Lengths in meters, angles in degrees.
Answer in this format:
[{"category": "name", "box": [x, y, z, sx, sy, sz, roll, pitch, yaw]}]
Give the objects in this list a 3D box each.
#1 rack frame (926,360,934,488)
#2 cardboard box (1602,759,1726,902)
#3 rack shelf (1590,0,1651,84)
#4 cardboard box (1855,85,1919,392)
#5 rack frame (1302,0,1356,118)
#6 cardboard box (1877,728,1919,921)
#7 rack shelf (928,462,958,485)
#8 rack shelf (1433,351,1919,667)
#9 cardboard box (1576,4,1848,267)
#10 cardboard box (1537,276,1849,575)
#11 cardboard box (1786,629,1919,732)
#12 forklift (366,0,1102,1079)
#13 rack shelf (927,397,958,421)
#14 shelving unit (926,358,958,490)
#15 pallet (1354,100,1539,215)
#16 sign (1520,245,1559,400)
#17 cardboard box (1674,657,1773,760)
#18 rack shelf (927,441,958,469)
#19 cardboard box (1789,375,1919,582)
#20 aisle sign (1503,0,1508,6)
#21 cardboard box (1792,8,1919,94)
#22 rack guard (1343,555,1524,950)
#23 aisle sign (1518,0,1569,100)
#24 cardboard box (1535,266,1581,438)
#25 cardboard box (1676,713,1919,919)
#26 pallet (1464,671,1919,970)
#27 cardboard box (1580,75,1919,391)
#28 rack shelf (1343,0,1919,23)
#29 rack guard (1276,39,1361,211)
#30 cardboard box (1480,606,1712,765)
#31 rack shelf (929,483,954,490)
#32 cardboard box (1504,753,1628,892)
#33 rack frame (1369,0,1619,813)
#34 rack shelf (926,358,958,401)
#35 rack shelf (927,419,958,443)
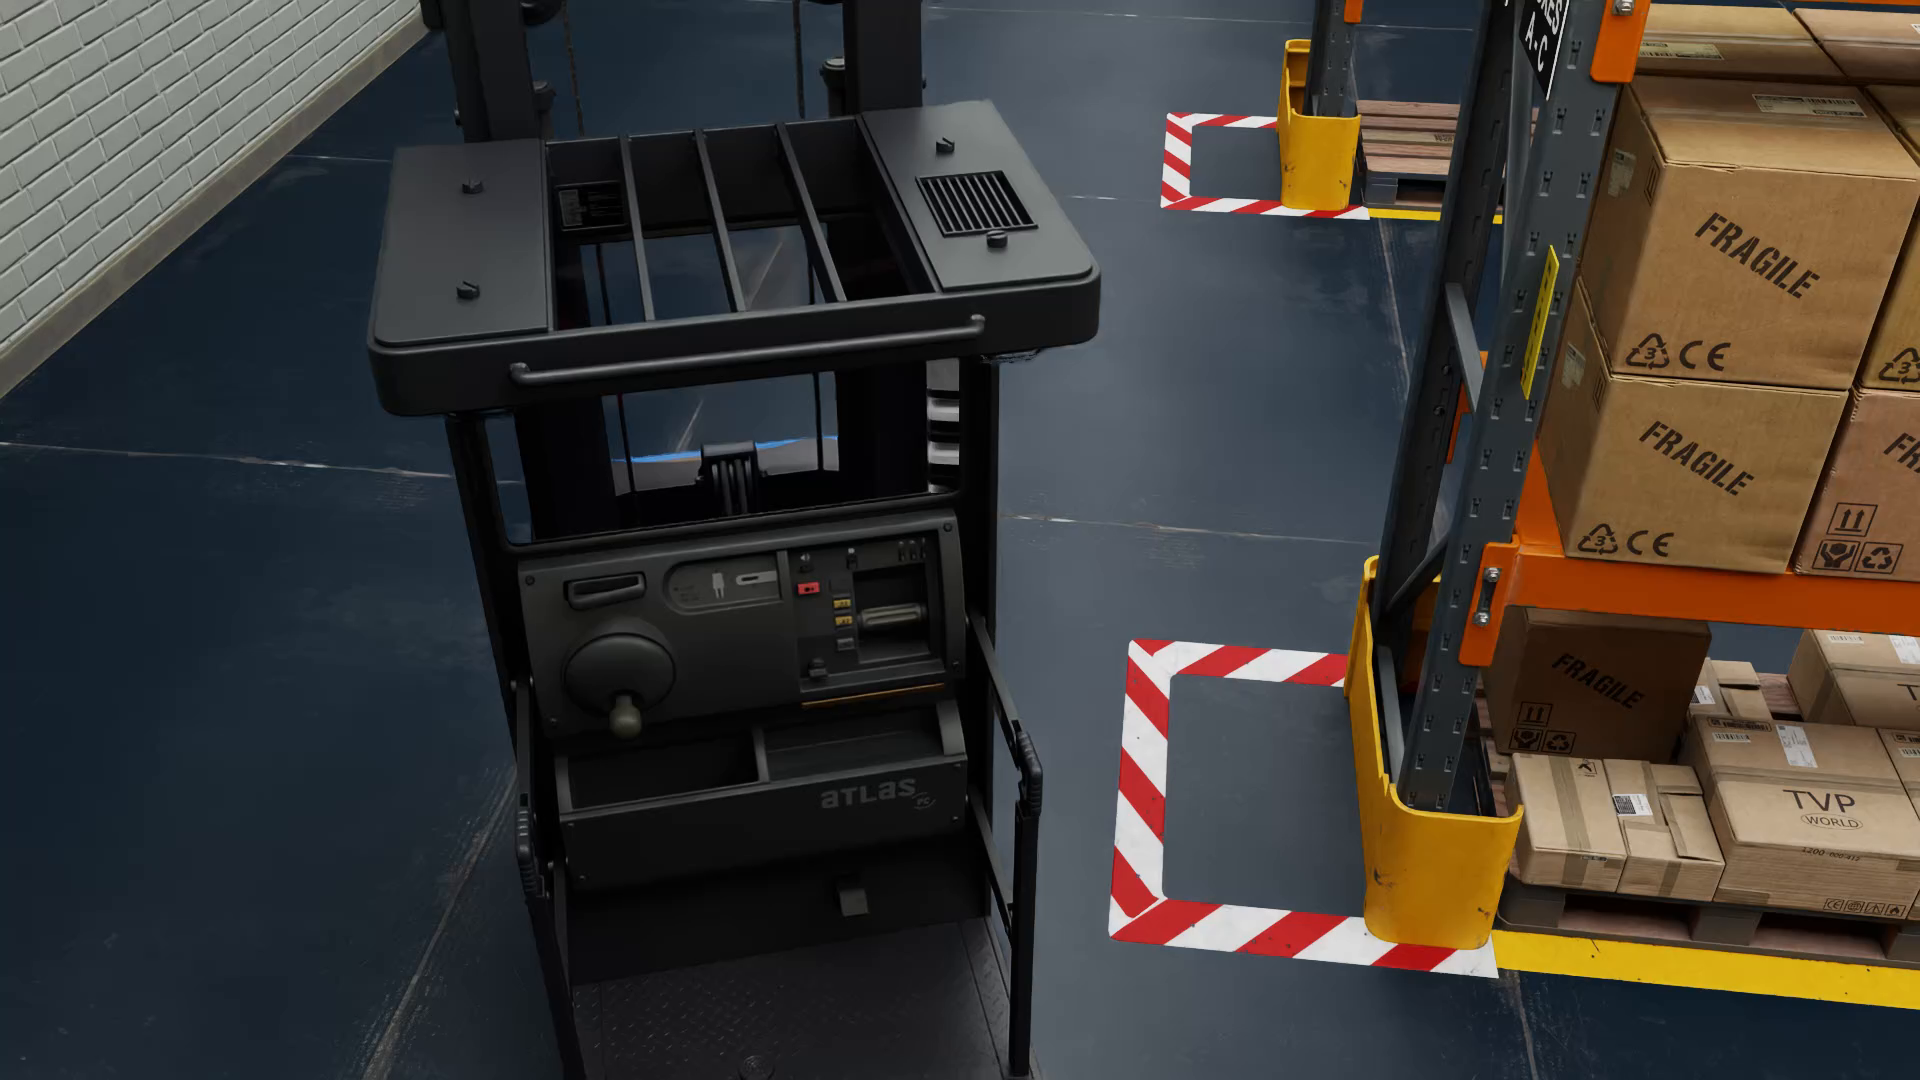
[{"category": "rack frame", "box": [-0.109, -0.374, 6.000, 0.006, 0.900, 0.240, 4, 36, 6]}, {"category": "cardboard box", "box": [1.932, 0.796, 4.613, 0.250, 0.166, 0.380, 4, 36, 6]}, {"category": "rack shelf", "box": [3.297, -1.206, 3.395, 4.000, 0.370, 1.077, 4, 36, 6]}, {"category": "cardboard box", "box": [2.239, -0.655, 3.639, 0.500, 0.500, 0.500, 5, 36, 6]}, {"category": "rack frame", "box": [1.947, -3.280, 8.264, 0.127, 3.000, 1.000, 4, 36, 6]}, {"category": "cardboard box", "box": [2.808, 0.792, 4.547, 0.500, 0.250, 0.500, 4, 36, 6]}, {"category": "rack shelf", "box": [-0.008, -0.267, 6.061, 0.200, 0.077, 0.258, 4, 36, 6]}, {"category": "rack shelf", "box": [3.297, 0.015, 4.267, 4.000, 0.370, 1.077, 4, 36, 6]}, {"category": "cardboard box", "box": [1.789, -0.999, 4.121, 0.500, 0.500, 0.500, 4, 36, 6]}, {"category": "cardboard box", "box": [1.719, -0.282, 3.977, 0.500, 0.500, 0.500, 5, 36, 7]}, {"category": "cardboard box", "box": [2.822, 0.500, 4.956, 0.500, 0.250, 0.500, 4, 36, 6]}, {"category": "forklift", "box": [-0.403, 0.247, 3.380, 1.130, 2.935, 3.031, -7, 36, -10]}, {"category": "rack shelf", "box": [-0.008, -0.486, 5.904, 0.200, 0.077, 0.258, 4, 36, 6]}, {"category": "shelving unit", "box": [-0.008, -0.367, 5.989, 0.210, 0.900, 0.258, 4, 36, 6]}, {"category": "pallet", "box": [2.761, -2.062, 8.957, 1.213, 0.211, 1.003, 4, 36, 6]}, {"category": "sign", "box": [1.244, -0.466, 3.575, 0.005, 0.325, 0.100, 4, 36, 6]}, {"category": "cardboard box", "box": [2.274, 0.528, 4.988, 0.250, 0.166, 0.380, 4, 36, 6]}, {"category": "rack shelf", "box": [-0.008, -0.340, 6.009, 0.200, 0.077, 0.258, 4, 36, 6]}, {"category": "cardboard box", "box": [2.232, -0.247, 3.928, 0.500, 0.500, 0.500, 4, 36, 5]}, {"category": "aisle sign", "box": [1.284, -1.666, 3.764, 0.004, 0.787, 0.394, 4, 36, 6]}, {"category": "cardboard box", "box": [2.291, -0.962, 4.070, 0.500, 0.500, 0.500, 5, 36, 7]}, {"category": "rack guard", "box": [1.388, 0.597, 4.983, 0.348, 0.500, 1.175, 4, 36, 6]}, {"category": "aisle sign", "box": [1.208, -1.320, 3.280, 0.004, 0.787, 0.394, 4, 36, 6]}, {"category": "cardboard box", "box": [1.792, -0.591, 4.409, 0.500, 0.500, 0.500, 5, 36, 7]}, {"category": "cardboard box", "box": [2.312, 0.755, 4.599, 0.500, 0.250, 0.500, 4, 36, 6]}, {"category": "pallet", "box": [2.179, 0.773, 4.985, 1.213, 0.211, 1.003, 4, 36, 6]}, {"category": "cardboard box", "box": [1.719, -0.689, 3.687, 0.500, 0.500, 0.500, 5, 36, 7]}, {"category": "rack shelf", "box": [3.931, -2.839, 8.265, 4.000, 0.370, 1.077, 4, 36, 6]}, {"category": "rack guard", "box": [1.922, -2.257, 8.982, 0.348, 0.500, 1.175, 4, 36, 6]}, {"category": "cardboard box", "box": [1.884, 0.311, 5.006, 0.500, 0.500, 0.500, 4, 36, 6]}, {"category": "rack shelf", "box": [-0.008, -0.193, 6.113, 0.200, 0.077, 0.258, 4, 36, 6]}, {"category": "cardboard box", "box": [1.684, 0.784, 4.644, 0.250, 0.149, 0.380, 4, 36, 6]}, {"category": "rack frame", "box": [1.313, -0.426, 4.265, 0.127, 3.000, 1.000, 4, 36, 6]}, {"category": "rack shelf", "box": [-0.008, -0.560, 5.852, 0.200, 0.077, 0.258, 4, 36, 6]}, {"category": "rack shelf", "box": [-0.008, -0.413, 5.957, 0.200, 0.077, 0.258, 4, 36, 6]}]
